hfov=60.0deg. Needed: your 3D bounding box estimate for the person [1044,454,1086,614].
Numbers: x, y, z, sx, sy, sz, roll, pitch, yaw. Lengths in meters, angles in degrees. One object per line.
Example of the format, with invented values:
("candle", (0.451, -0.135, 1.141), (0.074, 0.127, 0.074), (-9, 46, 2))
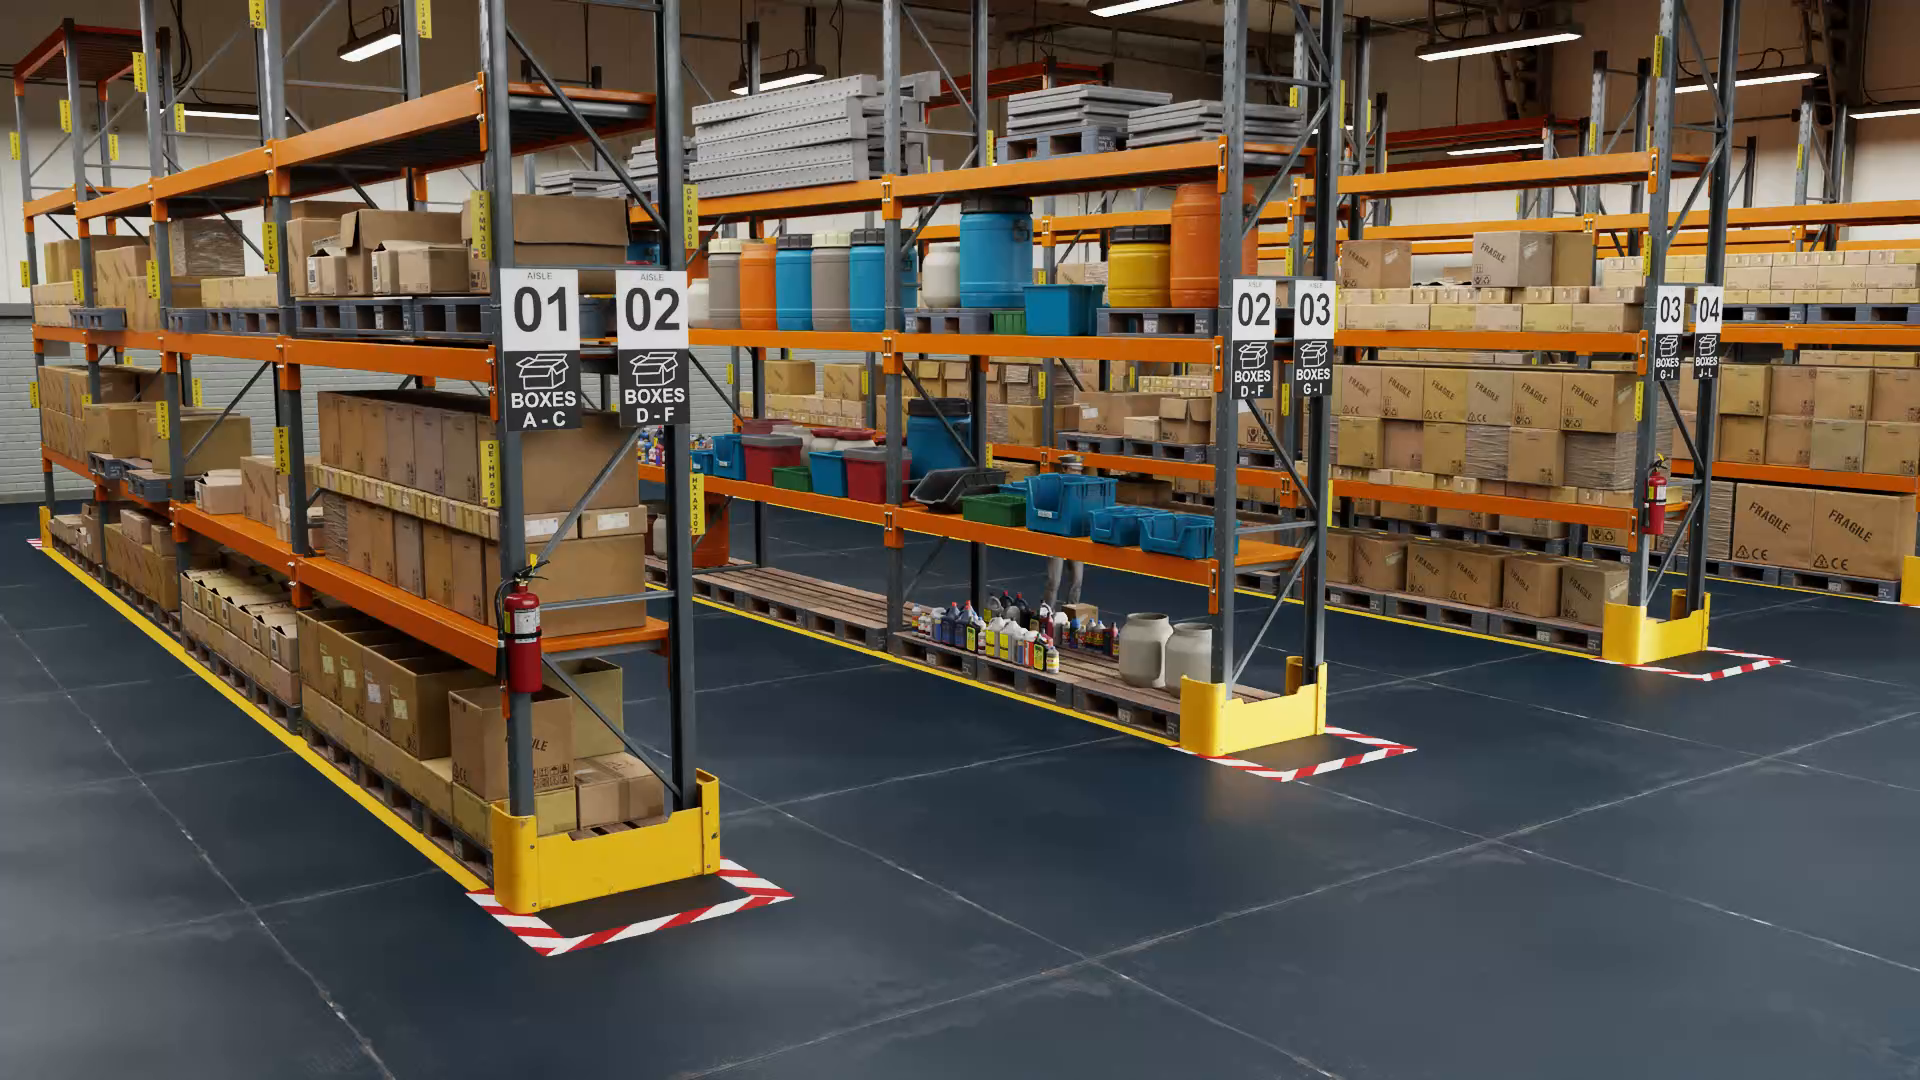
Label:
("person", (1.002, 0.015, 15.684), (0.529, 1.663, 0.375), (-4, 9, -27))
